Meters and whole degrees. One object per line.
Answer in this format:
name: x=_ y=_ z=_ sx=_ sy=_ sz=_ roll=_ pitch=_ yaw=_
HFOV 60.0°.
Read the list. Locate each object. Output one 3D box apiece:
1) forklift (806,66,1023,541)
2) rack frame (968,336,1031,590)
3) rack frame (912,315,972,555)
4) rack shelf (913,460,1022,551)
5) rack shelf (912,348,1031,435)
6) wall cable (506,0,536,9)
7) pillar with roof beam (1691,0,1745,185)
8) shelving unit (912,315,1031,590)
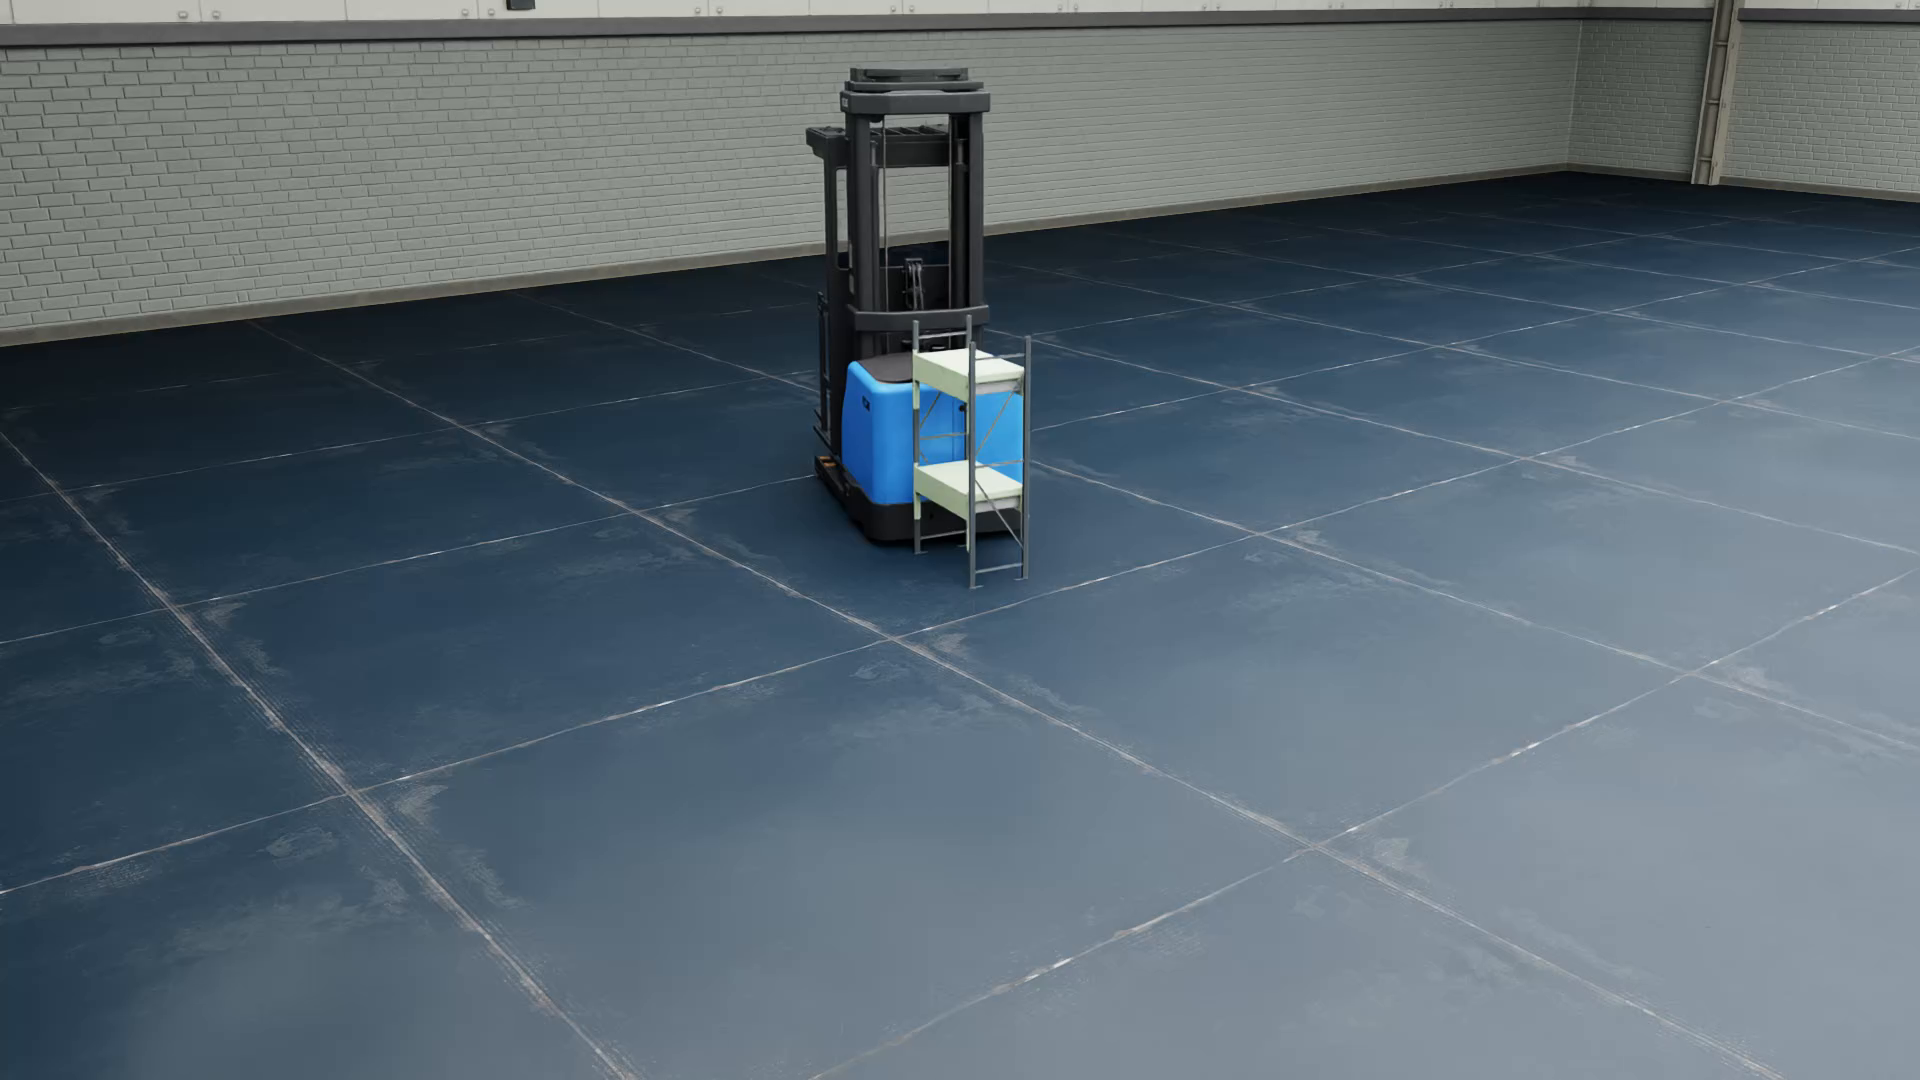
forklift: x=-0.441 y=-1.814 z=11.678 sx=1.130 sy=2.935 sz=3.031 roll=-5 pitch=19 yaw=-15
rack frame: x=0.232 y=-0.444 z=9.817 sx=0.400 sy=1.500 sz=0.023 roll=-9 pitch=21 yaw=-26
rack frame: x=-0.110 y=-0.647 z=10.432 sx=0.400 sy=1.500 sz=0.023 roll=-9 pitch=21 yaw=-26
rack shelf: x=0.061 y=-0.236 z=10.227 sx=0.431 sy=0.370 sz=0.720 roll=-9 pitch=21 yaw=-26
rack shelf: x=0.061 y=-0.916 z=10.002 sx=0.431 sy=0.370 sz=0.720 roll=-9 pitch=21 yaw=-26
wall cable: x=-4.258 y=-9.156 z=18.787 sx=2.305 sy=6.003 sz=0.169 roll=-14 pitch=23 yaw=-36
pillar with roof beam: x=10.401 y=-10.016 z=26.795 sx=9.100 sy=9.000 sz=0.400 roll=-14 pitch=23 yaw=-36
shelving unit: x=0.061 y=-0.546 z=10.125 sx=0.431 sy=1.500 sz=0.755 roll=-9 pitch=21 yaw=-26
